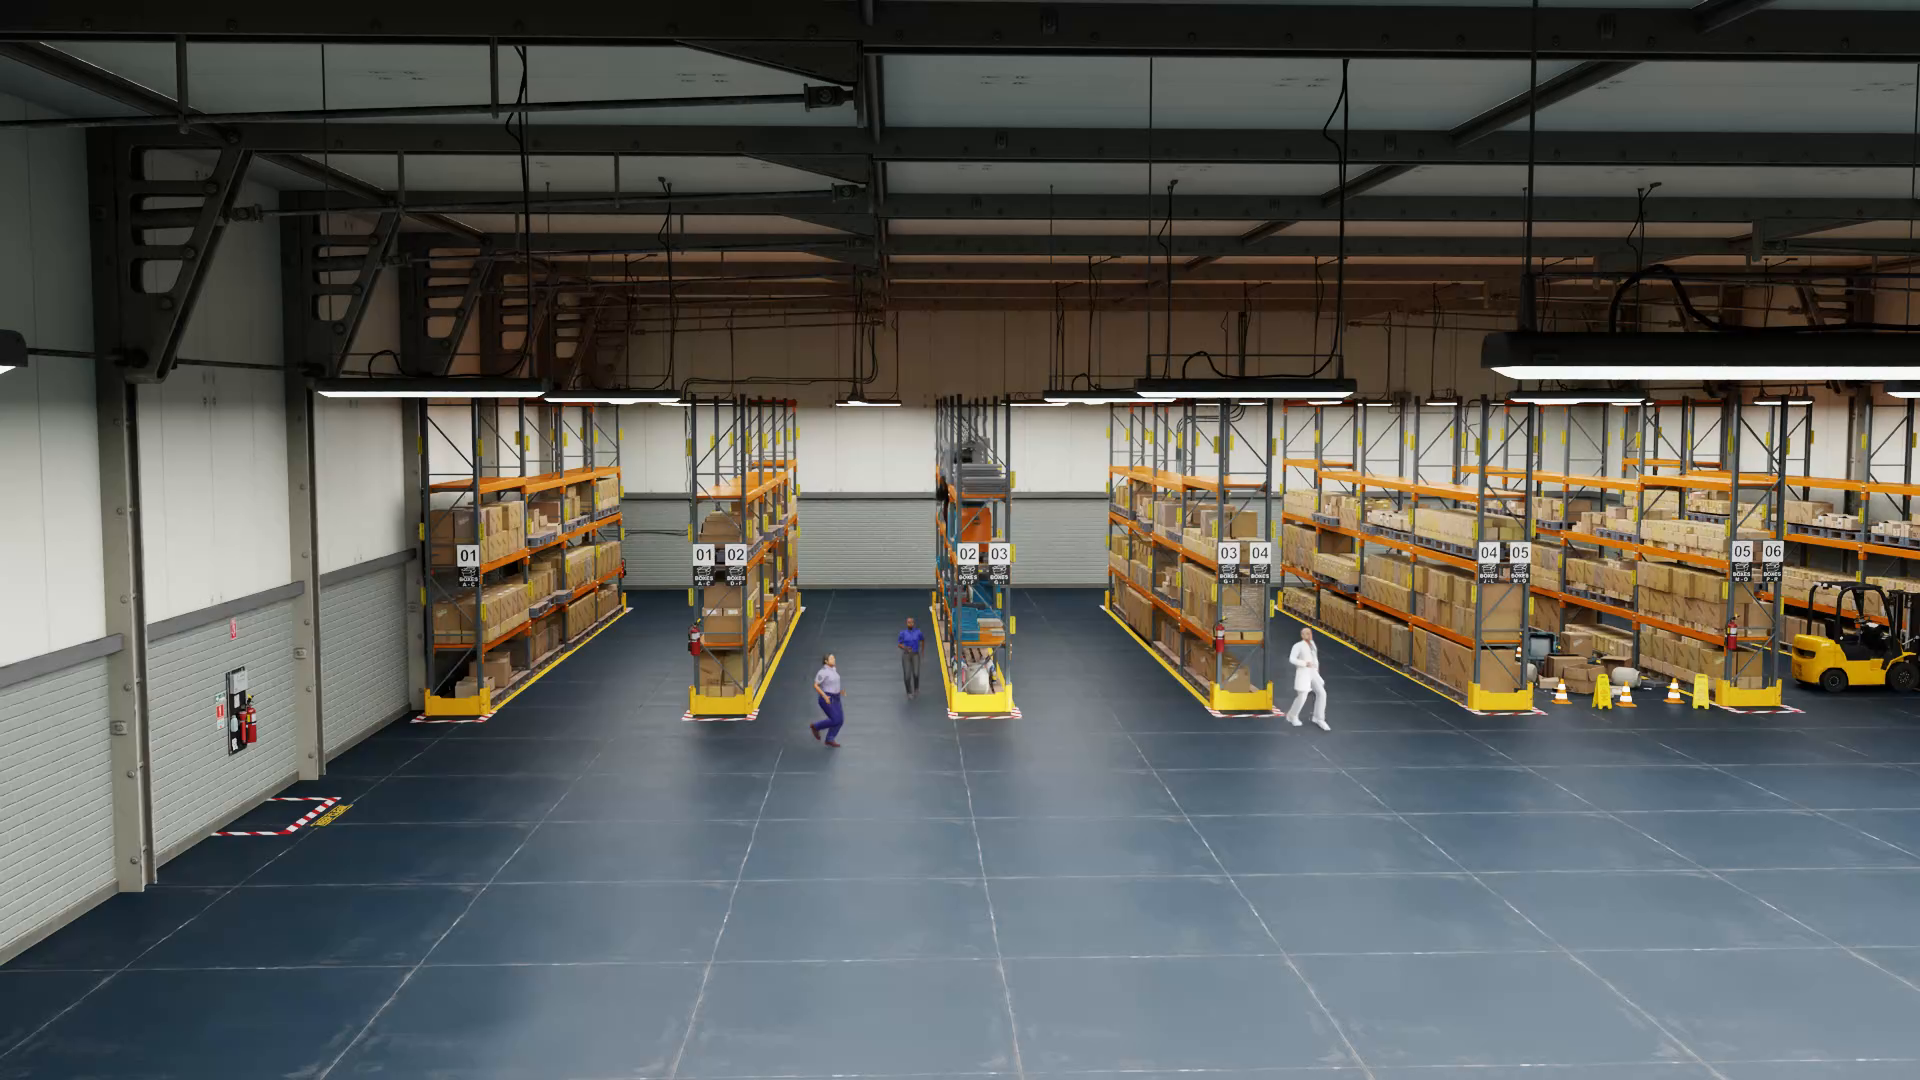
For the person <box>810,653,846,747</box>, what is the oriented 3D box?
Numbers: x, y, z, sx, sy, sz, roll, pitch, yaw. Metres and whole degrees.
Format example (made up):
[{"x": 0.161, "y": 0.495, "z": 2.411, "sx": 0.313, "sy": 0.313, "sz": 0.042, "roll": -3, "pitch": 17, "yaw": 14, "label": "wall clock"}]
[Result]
[{"x": -2.233, "y": 2.720, "z": 28.240, "sx": 0.550, "sy": 1.596, "sz": 0.616, "roll": 2, "pitch": 5, "yaw": 21, "label": "person"}]

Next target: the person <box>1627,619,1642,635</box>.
[{"x": 16.672, "y": 1.641, "z": 40.837, "sx": 0.674, "sy": 1.740, "sz": 0.654, "roll": 0, "pitch": 5, "yaw": -3, "label": "person"}]

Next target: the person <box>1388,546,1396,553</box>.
[{"x": 12.781, "y": 0.989, "z": 49.181, "sx": 0.604, "sy": 1.738, "sz": 0.668, "roll": 0, "pitch": 5, "yaw": -4, "label": "person"}]

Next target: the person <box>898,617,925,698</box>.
[{"x": -0.964, "y": 2.324, "z": 32.747, "sx": 0.520, "sy": 1.620, "sz": 0.628, "roll": 0, "pitch": 5, "yaw": -3, "label": "person"}]

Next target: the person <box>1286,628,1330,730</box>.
[{"x": 6.233, "y": 2.477, "z": 29.853, "sx": 0.769, "sy": 1.808, "sz": 0.789, "roll": -3, "pitch": 6, "yaw": -37, "label": "person"}]
